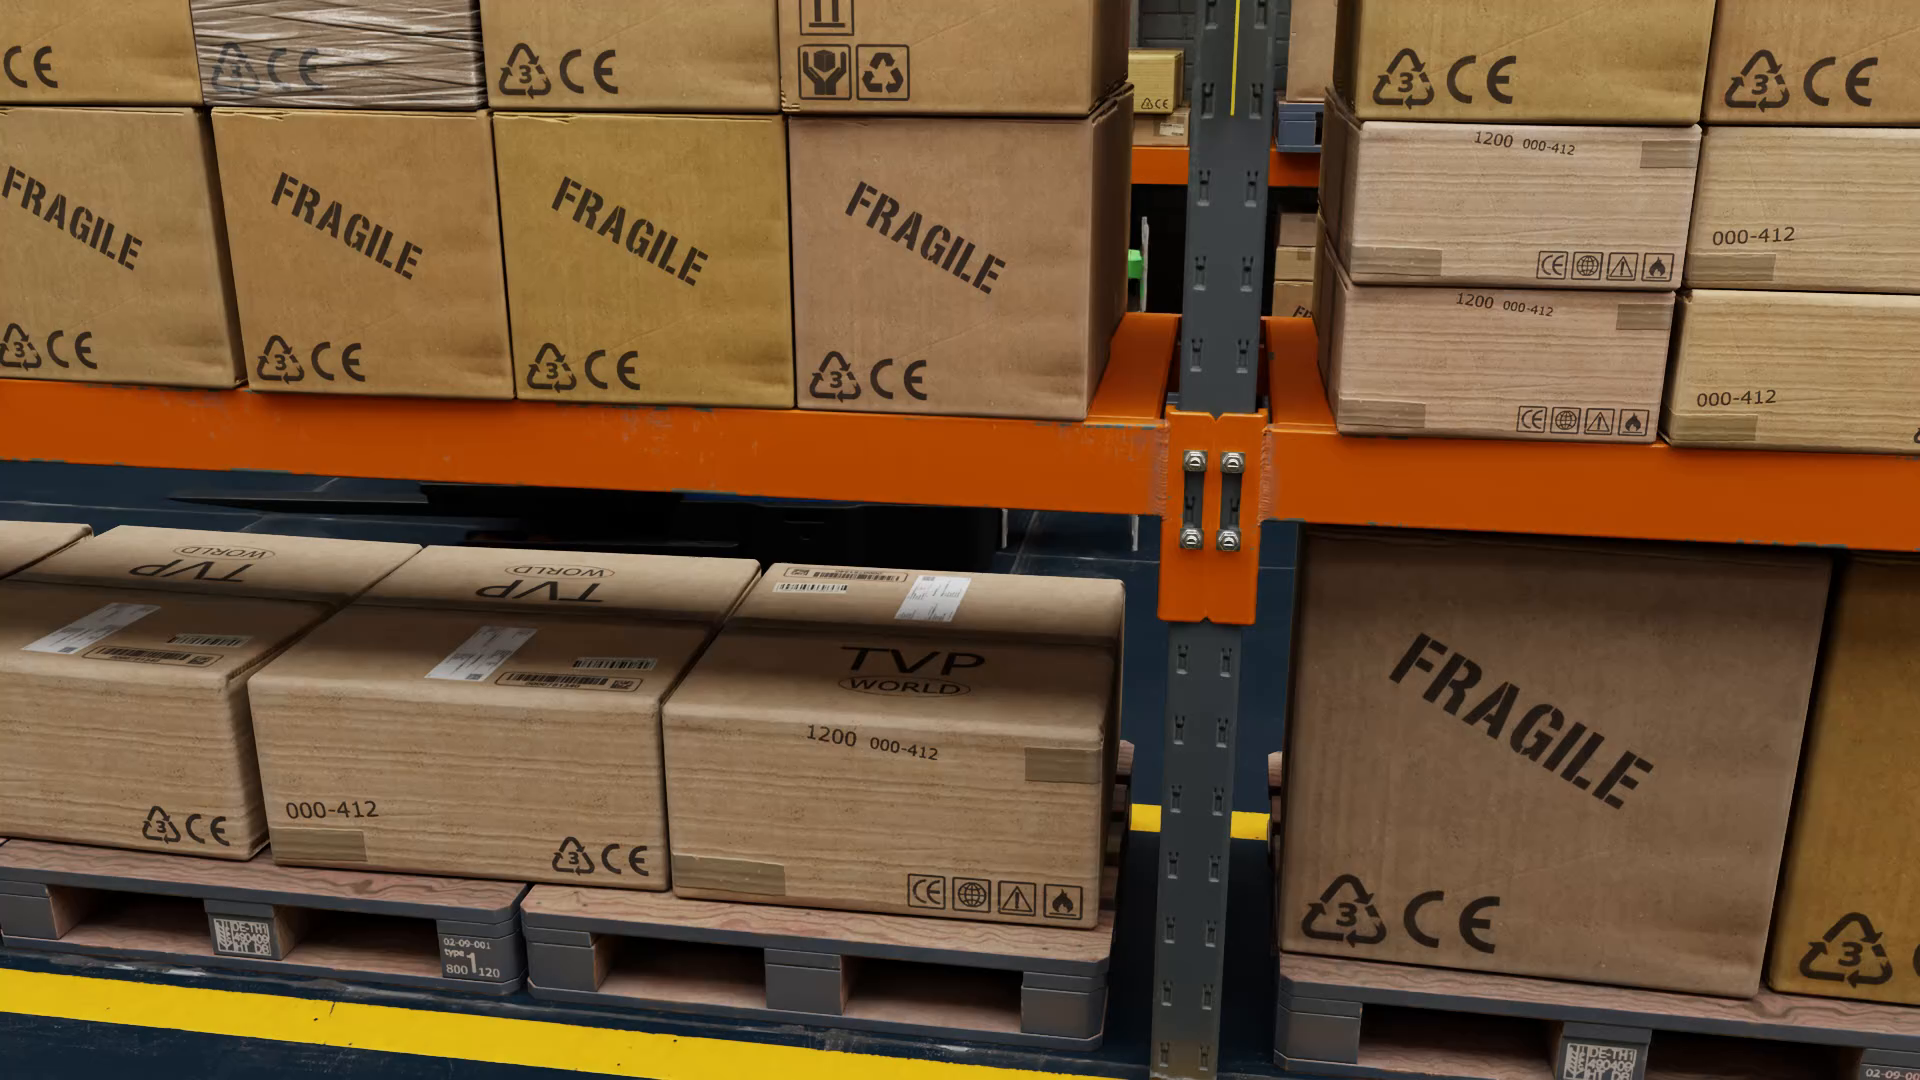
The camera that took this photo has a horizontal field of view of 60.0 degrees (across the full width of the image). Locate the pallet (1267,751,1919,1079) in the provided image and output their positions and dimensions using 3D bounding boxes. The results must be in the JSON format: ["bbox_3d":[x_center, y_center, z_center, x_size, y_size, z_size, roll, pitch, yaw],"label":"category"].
[{"bbox_3d":[1.278,0.804,3.568,1.213,0.211,1.003,3,19,9],"label":"pallet"}]

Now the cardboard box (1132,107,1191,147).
[{"bbox_3d":[0.933,-1.907,7.671,0.250,0.149,0.380,3,19,9],"label":"cardboard box"}]

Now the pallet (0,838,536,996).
[{"bbox_3d":[-1.442,0.665,3.983,1.213,0.211,1.003,3,19,9],"label":"pallet"}]

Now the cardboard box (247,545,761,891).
[{"bbox_3d":[-0.982,0.372,3.840,0.875,0.438,0.875,2,19,7],"label":"cardboard box"}]

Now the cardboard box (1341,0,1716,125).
[{"bbox_3d":[0.894,-0.943,2.661,0.500,0.500,0.500,3,19,9],"label":"cardboard box"}]

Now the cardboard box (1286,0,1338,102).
[{"bbox_3d":[1.730,-2.241,7.455,0.500,0.500,0.700,3,19,10],"label":"cardboard box"}]

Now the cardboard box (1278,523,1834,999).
[{"bbox_3d":[1.130,0.281,3.423,0.875,0.875,0.875,4,19,10],"label":"cardboard box"}]

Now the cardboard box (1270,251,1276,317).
[{"bbox_3d":[1.820,-1.171,8.353,0.500,0.500,0.500,3,19,8],"label":"cardboard box"}]

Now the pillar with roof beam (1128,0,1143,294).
[{"bbox_3d":[0.061,-3.903,3.785,0.400,9.000,9.100,3,19,9],"label":"pillar with roof beam"}]

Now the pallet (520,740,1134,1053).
[{"bbox_3d":[-0.234,0.726,3.801,1.213,0.211,1.003,3,19,9],"label":"pallet"}]

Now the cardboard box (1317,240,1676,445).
[{"bbox_3d":[0.897,-0.358,2.882,0.500,0.250,0.500,2,19,7],"label":"cardboard box"}]

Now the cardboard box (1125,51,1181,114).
[{"bbox_3d":[0.747,-2.108,7.644,0.500,0.250,0.500,3,19,10],"label":"cardboard box"}]

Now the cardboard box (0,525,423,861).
[{"bbox_3d":[-1.872,0.326,3.977,0.875,0.438,0.875,3,19,10],"label":"cardboard box"}]

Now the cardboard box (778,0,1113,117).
[{"bbox_3d":[-0.005,-0.993,2.809,0.500,0.500,0.500,3,19,8],"label":"cardboard box"}]

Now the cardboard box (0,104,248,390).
[{"bbox_3d":[-1.516,-0.601,3.213,0.500,0.500,0.500,4,19,10],"label":"cardboard box"}]

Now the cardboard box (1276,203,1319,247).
[{"bbox_3d":[1.610,-1.469,7.753,0.250,0.149,0.380,3,19,8],"label":"cardboard box"}]

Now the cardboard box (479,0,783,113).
[{"bbox_3d":[-0.505,-1.021,2.893,0.500,0.500,0.500,3,19,8],"label":"cardboard box"}]

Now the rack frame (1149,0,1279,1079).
[{"bbox_3d":[0.505,-0.534,3.171,0.127,3.000,1.000,3,19,9],"label":"rack frame"}]

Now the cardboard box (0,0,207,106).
[{"bbox_3d":[-1.503,-1.071,3.044,0.500,0.500,0.500,3,19,9],"label":"cardboard box"}]

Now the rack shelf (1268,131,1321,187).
[{"bbox_3d":[3.263,-1.647,7.633,4.000,0.370,1.077,3,19,9],"label":"rack shelf"}]

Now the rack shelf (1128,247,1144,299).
[{"bbox_3d":[0.416,-0.964,5.983,0.480,0.148,0.258,1,19,4],"label":"rack shelf"}]

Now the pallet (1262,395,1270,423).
[{"bbox_3d":[2.097,-0.738,8.175,1.213,0.211,1.003,3,19,9],"label":"pallet"}]

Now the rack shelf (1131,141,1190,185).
[{"bbox_3d":[-0.686,-1.849,8.234,4.000,0.370,1.077,3,19,9],"label":"rack shelf"}]

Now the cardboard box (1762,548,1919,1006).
[{"bbox_3d":[2.023,0.324,3.295,0.875,0.875,0.875,3,19,10],"label":"cardboard box"}]

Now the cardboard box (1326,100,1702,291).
[{"bbox_3d":[0.894,-0.589,2.786,0.500,0.250,0.500,2,19,7],"label":"cardboard box"}]

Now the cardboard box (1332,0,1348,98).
[{"bbox_3d":[0.986,-1.112,3.165,0.500,0.500,0.500,4,19,10],"label":"cardboard box"}]

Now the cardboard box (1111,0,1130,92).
[{"bbox_3d":[0.073,-1.155,3.295,0.500,0.500,0.500,3,19,9],"label":"cardboard box"}]

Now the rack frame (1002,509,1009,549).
[{"bbox_3d":[0.172,-0.575,6.131,0.015,1.200,0.240,1,19,4],"label":"rack frame"}]

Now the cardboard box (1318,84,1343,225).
[{"bbox_3d":[0.979,-0.754,3.277,0.500,0.250,0.500,3,19,9],"label":"cardboard box"}]

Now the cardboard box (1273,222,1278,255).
[{"bbox_3d":[1.697,-1.482,8.261,0.250,0.149,0.380,2,19,6],"label":"cardboard box"}]

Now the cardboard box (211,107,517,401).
[{"bbox_3d":[-1.001,-0.569,3.120,0.500,0.500,0.500,3,19,8],"label":"cardboard box"}]

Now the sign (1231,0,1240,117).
[{"bbox_3d":[0.418,-0.808,2.502,0.005,0.325,0.100,3,19,9],"label":"sign"}]

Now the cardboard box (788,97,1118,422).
[{"bbox_3d":[0.006,-0.525,2.986,0.500,0.500,0.500,3,19,9],"label":"cardboard box"}]

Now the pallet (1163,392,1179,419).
[{"bbox_3d":[0.610,-0.801,8.366,1.213,0.211,1.003,3,19,9],"label":"pallet"}]

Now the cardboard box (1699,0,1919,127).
[{"bbox_3d":[1.400,-0.926,2.611,0.500,0.500,0.500,3,19,8],"label":"cardboard box"}]

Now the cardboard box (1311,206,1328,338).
[{"bbox_3d":[0.988,-0.519,3.364,0.500,0.250,0.500,2,19,7],"label":"cardboard box"}]

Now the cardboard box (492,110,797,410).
[{"bbox_3d":[-0.503,-0.549,3.058,0.500,0.500,0.500,2,19,7],"label":"cardboard box"}]

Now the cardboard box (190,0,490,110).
[{"bbox_3d":[-1.009,-1.043,2.961,0.500,0.500,0.500,3,19,9],"label":"cardboard box"}]

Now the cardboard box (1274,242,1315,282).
[{"bbox_3d":[1.600,-1.309,7.743,0.250,0.149,0.380,4,19,11],"label":"cardboard box"}]

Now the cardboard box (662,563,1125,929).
[{"bbox_3d":[-0.098,0.417,3.706,0.875,0.438,0.875,3,19,8],"label":"cardboard box"}]

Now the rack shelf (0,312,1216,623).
[{"bbox_3d":[-1.470,-0.293,3.586,4.000,0.370,1.077,3,19,9],"label":"rack shelf"}]

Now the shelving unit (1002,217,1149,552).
[{"bbox_3d":[0.416,-0.570,6.115,0.503,1.200,0.258,1,19,4],"label":"shelving unit"}]

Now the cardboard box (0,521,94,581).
[{"bbox_3d":[-2.777,0.283,4.107,0.875,0.438,0.875,2,19,7],"label":"cardboard box"}]

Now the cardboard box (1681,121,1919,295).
[{"bbox_3d":[1.414,-0.572,2.733,0.500,0.250,0.500,3,19,10],"label":"cardboard box"}]

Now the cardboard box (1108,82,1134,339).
[{"bbox_3d":[0.083,-0.687,3.471,0.500,0.500,0.500,4,19,10],"label":"cardboard box"}]

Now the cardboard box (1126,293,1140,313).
[{"bbox_3d":[0.673,-1.120,8.500,0.500,0.311,0.500,4,19,11],"label":"cardboard box"}]

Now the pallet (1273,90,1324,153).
[{"bbox_3d":[2.060,-1.924,7.628,1.213,0.211,1.003,3,19,9],"label":"pallet"}]

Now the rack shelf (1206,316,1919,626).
[{"bbox_3d":[2.479,-0.092,2.985,4.000,0.370,1.077,3,19,9],"label":"rack shelf"}]

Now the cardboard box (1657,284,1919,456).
[{"bbox_3d":[1.408,-0.332,2.805,0.500,0.250,0.500,2,19,7],"label":"cardboard box"}]

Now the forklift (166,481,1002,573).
[{"bbox_3d":[-1.365,-1.405,5.883,3.031,2.935,1.130,1,19,4],"label":"forklift"}]

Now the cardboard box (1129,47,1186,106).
[{"bbox_3d":[0.842,-2.269,8.123,0.500,0.250,0.500,3,19,8],"label":"cardboard box"}]

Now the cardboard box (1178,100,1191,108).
[{"bbox_3d":[1.000,-2.073,8.166,0.250,0.149,0.380,3,19,9],"label":"cardboard box"}]

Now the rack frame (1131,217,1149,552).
[{"bbox_3d":[0.659,-0.564,6.098,0.015,1.200,0.240,1,19,4],"label":"rack frame"}]

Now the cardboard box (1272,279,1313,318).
[{"bbox_3d":[1.730,-1.008,7.866,0.500,0.500,0.500,4,19,11],"label":"cardboard box"}]

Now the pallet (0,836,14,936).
[{"bbox_3d":[-2.643,0.603,4.168,1.213,0.211,1.003,3,19,9],"label":"pallet"}]
